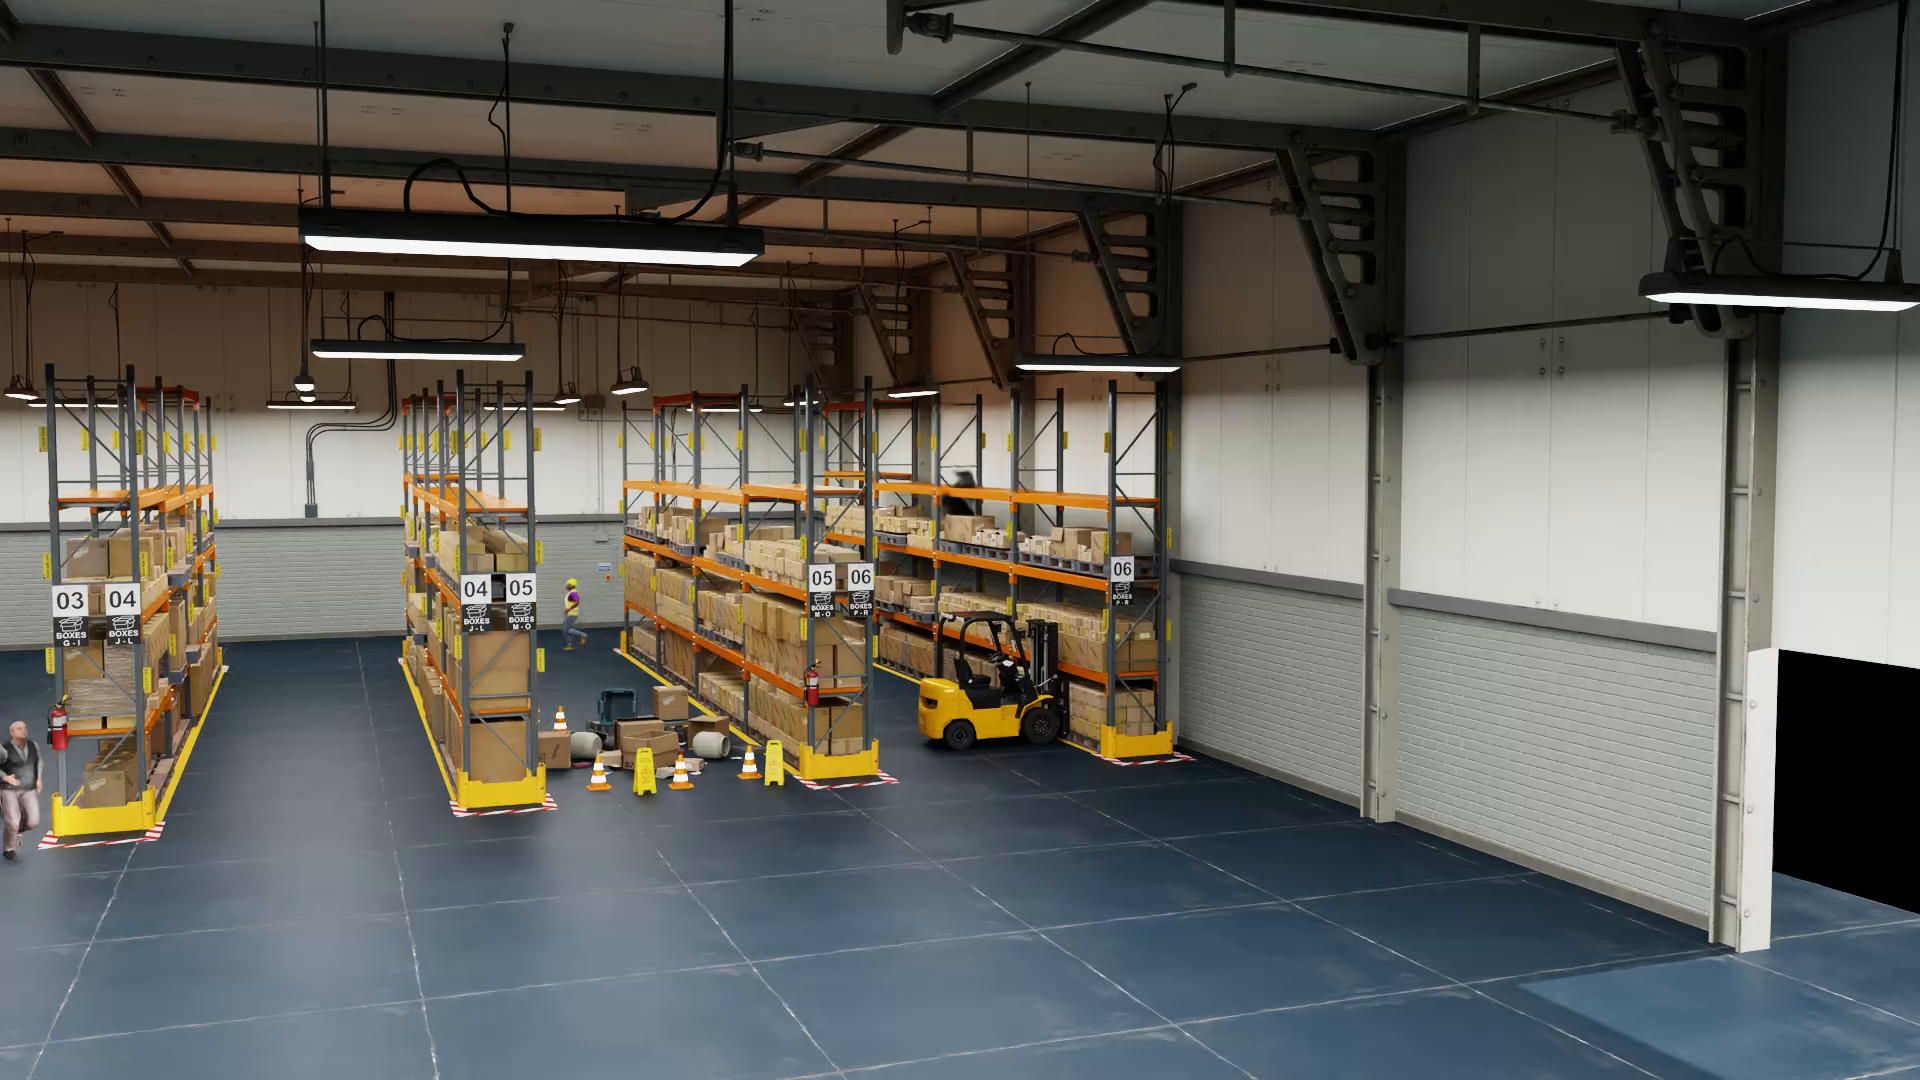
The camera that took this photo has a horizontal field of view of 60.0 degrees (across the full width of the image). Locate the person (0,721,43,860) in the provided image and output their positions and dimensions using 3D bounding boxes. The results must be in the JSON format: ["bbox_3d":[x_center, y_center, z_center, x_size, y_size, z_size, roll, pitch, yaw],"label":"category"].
[{"bbox_3d":[-11.289,3.003,19.971,0.605,1.652,0.655,3,4,39],"label":"person"}]

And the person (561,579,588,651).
[{"bbox_3d":[-9.311,1.802,40.094,0.640,1.736,0.694,-1,3,-17],"label":"person"}]
